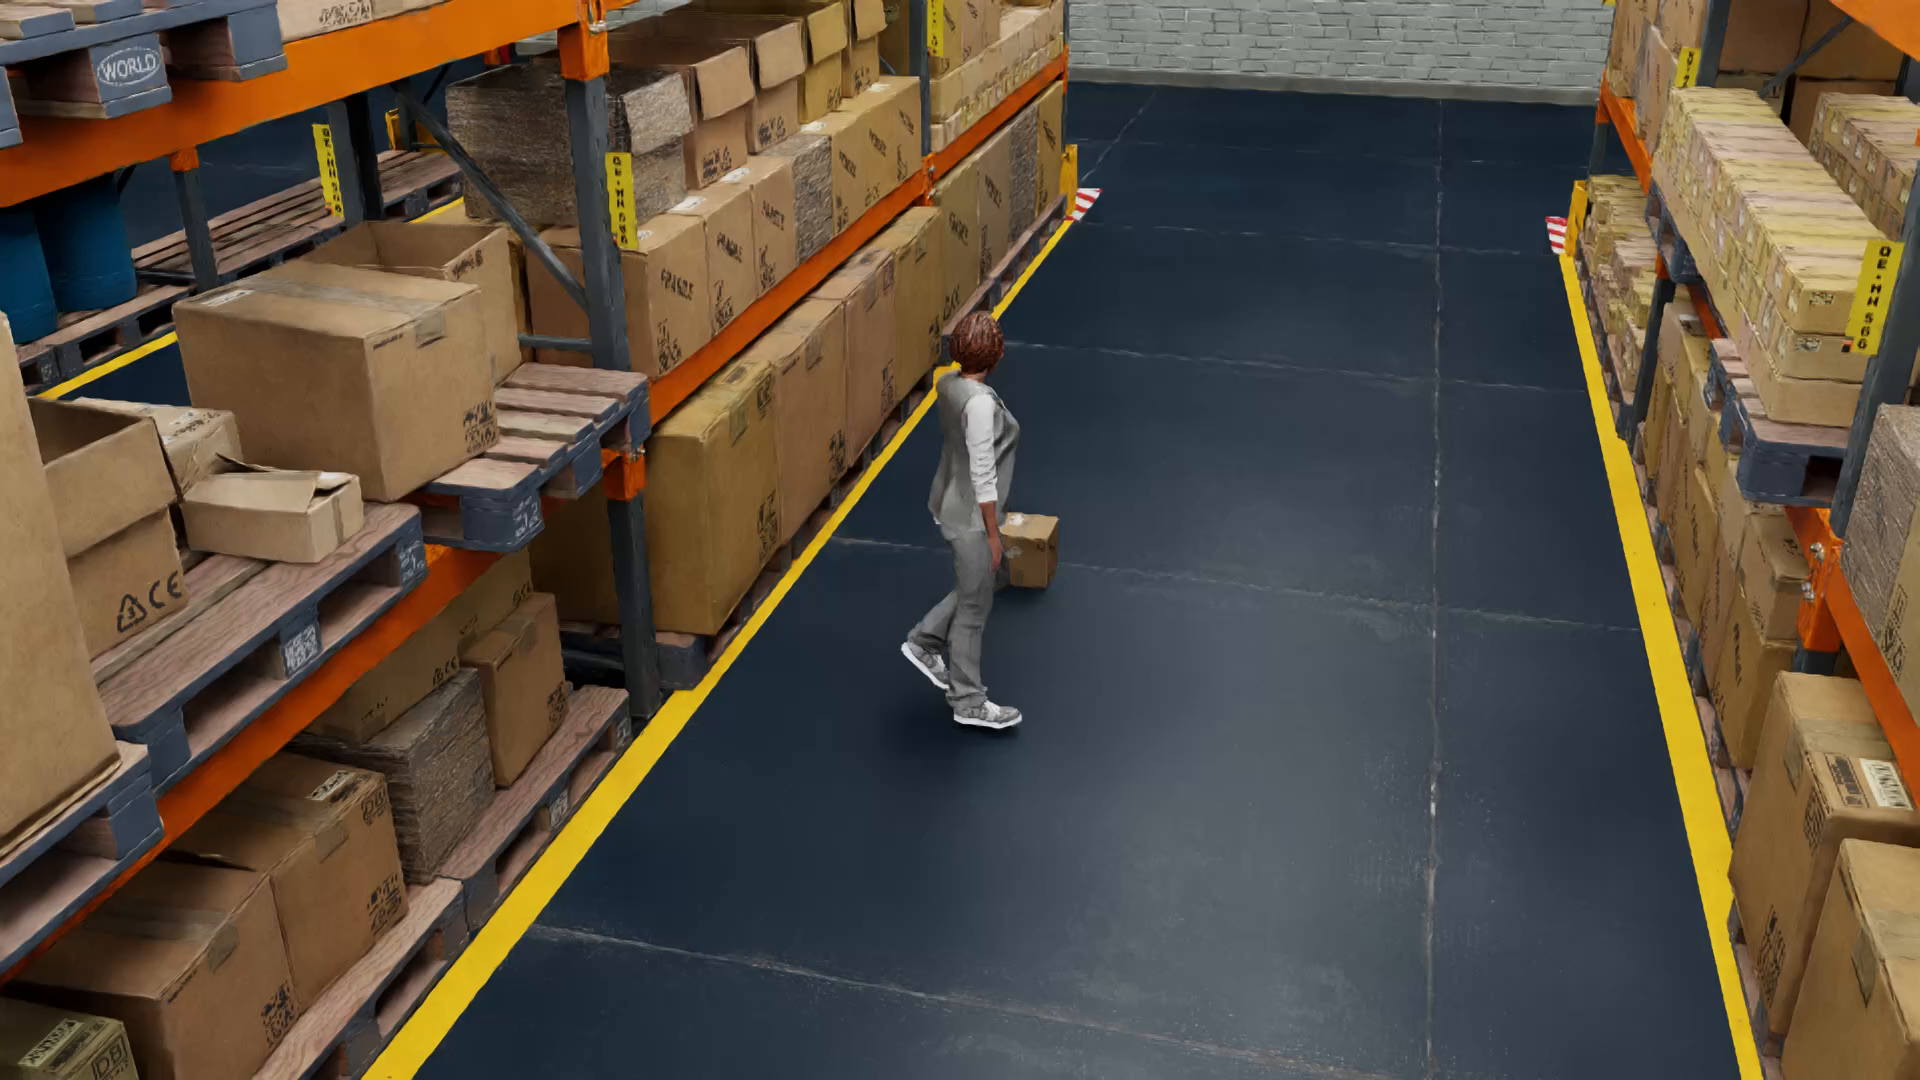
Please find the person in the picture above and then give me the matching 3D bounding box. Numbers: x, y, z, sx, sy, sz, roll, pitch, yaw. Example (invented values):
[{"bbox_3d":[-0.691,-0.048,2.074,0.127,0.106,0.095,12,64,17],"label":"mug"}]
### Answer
[{"bbox_3d":[0.003,-0.070,6.259,0.452,1.566,0.511,-6,26,-12],"label":"person"}]
